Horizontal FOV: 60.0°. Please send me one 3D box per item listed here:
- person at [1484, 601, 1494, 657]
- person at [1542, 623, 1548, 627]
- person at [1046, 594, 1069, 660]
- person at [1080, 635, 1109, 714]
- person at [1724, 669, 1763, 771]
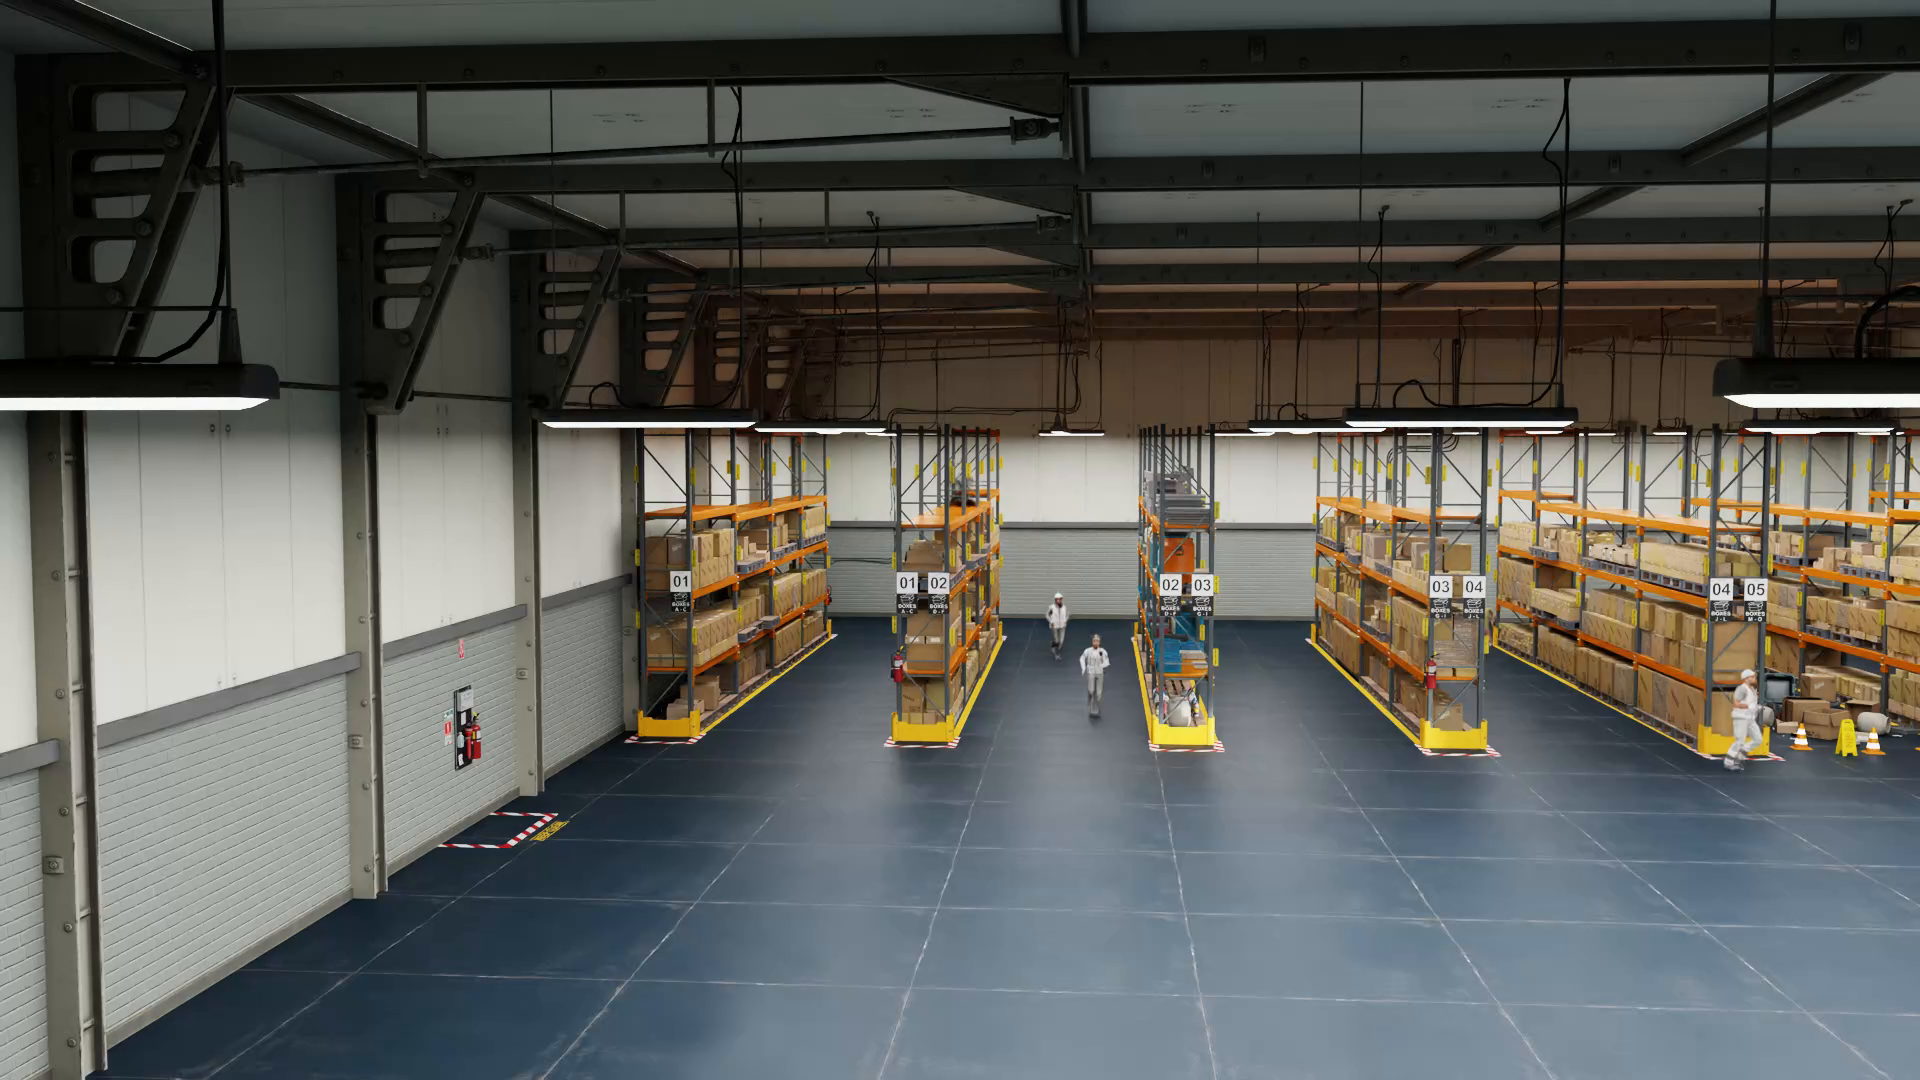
[{"bbox_3d":[13.449,2.299,42.705,0.616,1.618,0.702,0,3,3],"label":"person"},{"bbox_3d":[16.882,2.016,47.402,0.870,1.681,0.526,1,4,11],"label":"person"},{"bbox_3d":[2.547,2.246,43.159,0.625,1.719,0.585,-1,4,-12],"label":"person"},{"bbox_3d":[2.793,2.782,34.407,0.593,1.660,0.616,0,3,1],"label":"person"},{"bbox_3d":[13.569,3.103,28.613,0.662,1.755,0.644,-2,4,-35],"label":"person"}]
